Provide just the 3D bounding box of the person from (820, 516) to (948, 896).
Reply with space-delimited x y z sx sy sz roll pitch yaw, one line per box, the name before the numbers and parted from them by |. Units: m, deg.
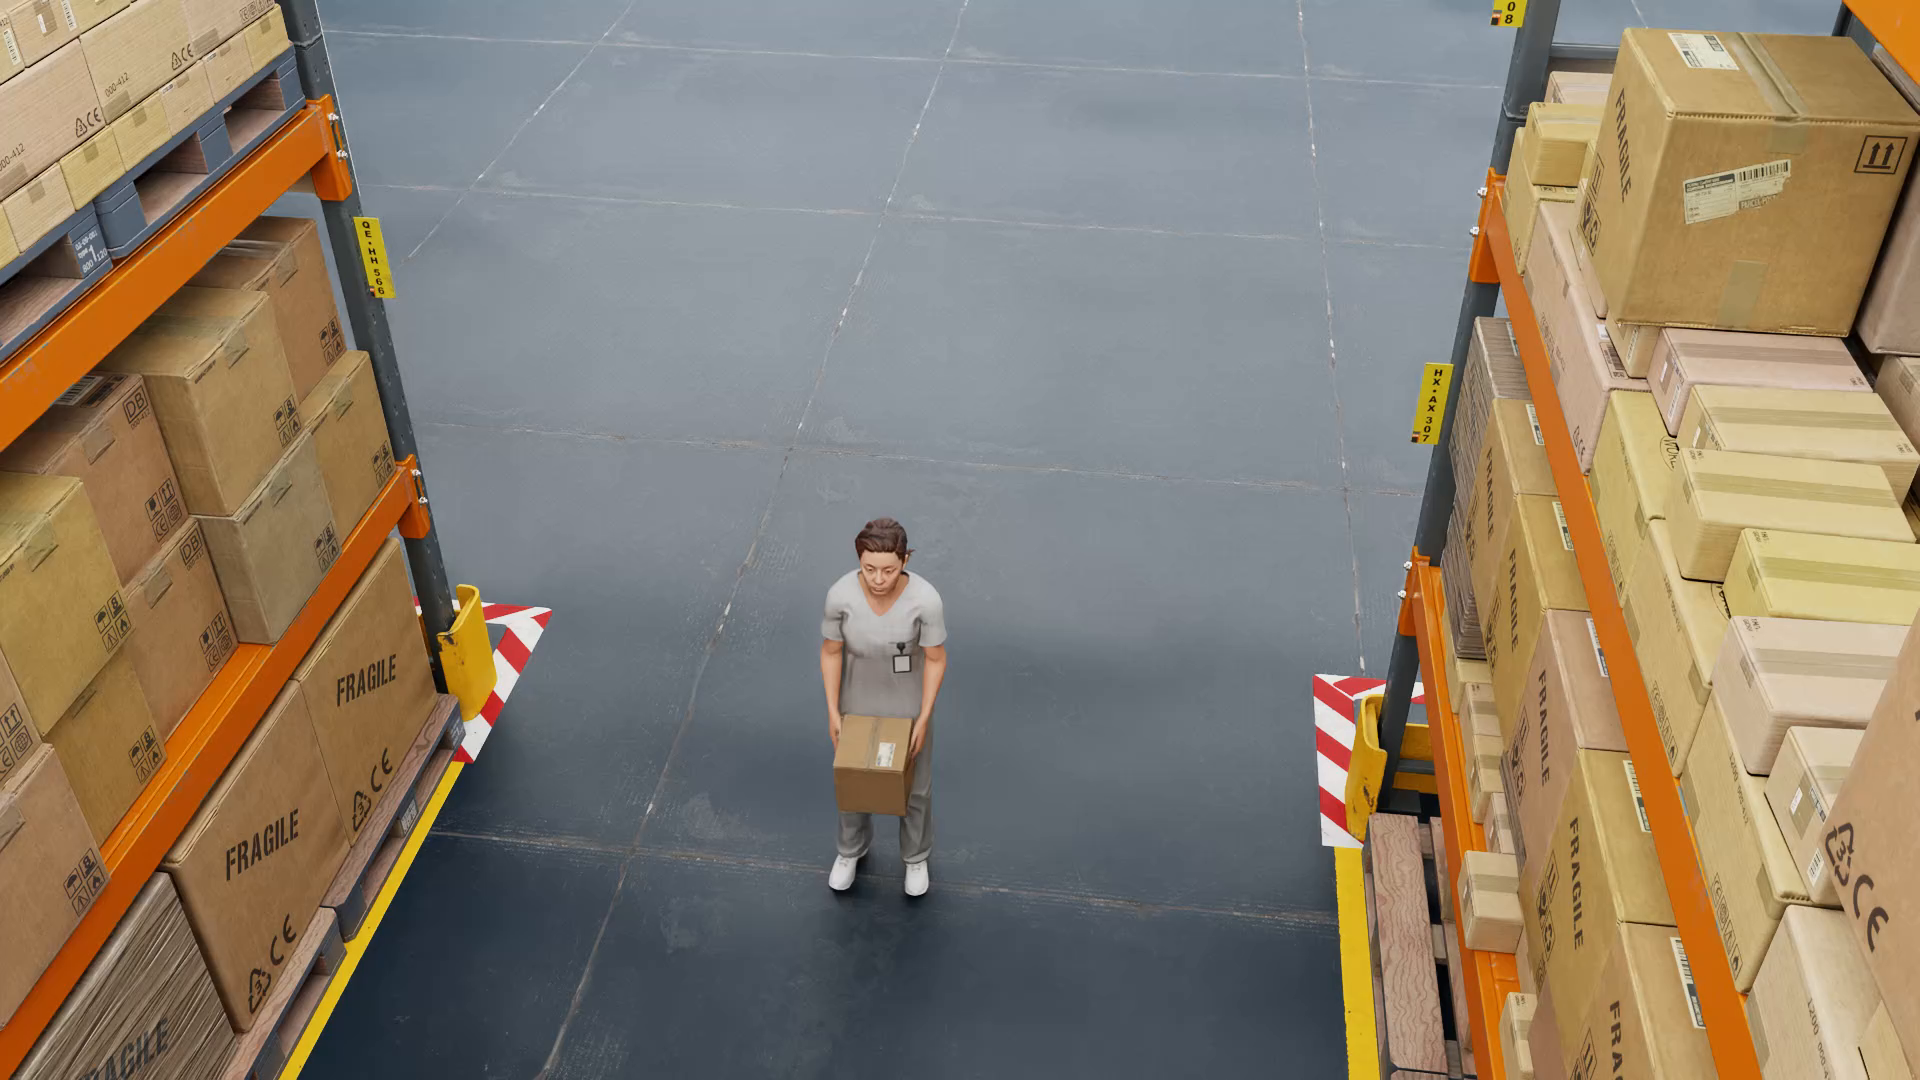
person | -0.281 0.636 6.170 0.466 1.676 0.412 4 36 5
